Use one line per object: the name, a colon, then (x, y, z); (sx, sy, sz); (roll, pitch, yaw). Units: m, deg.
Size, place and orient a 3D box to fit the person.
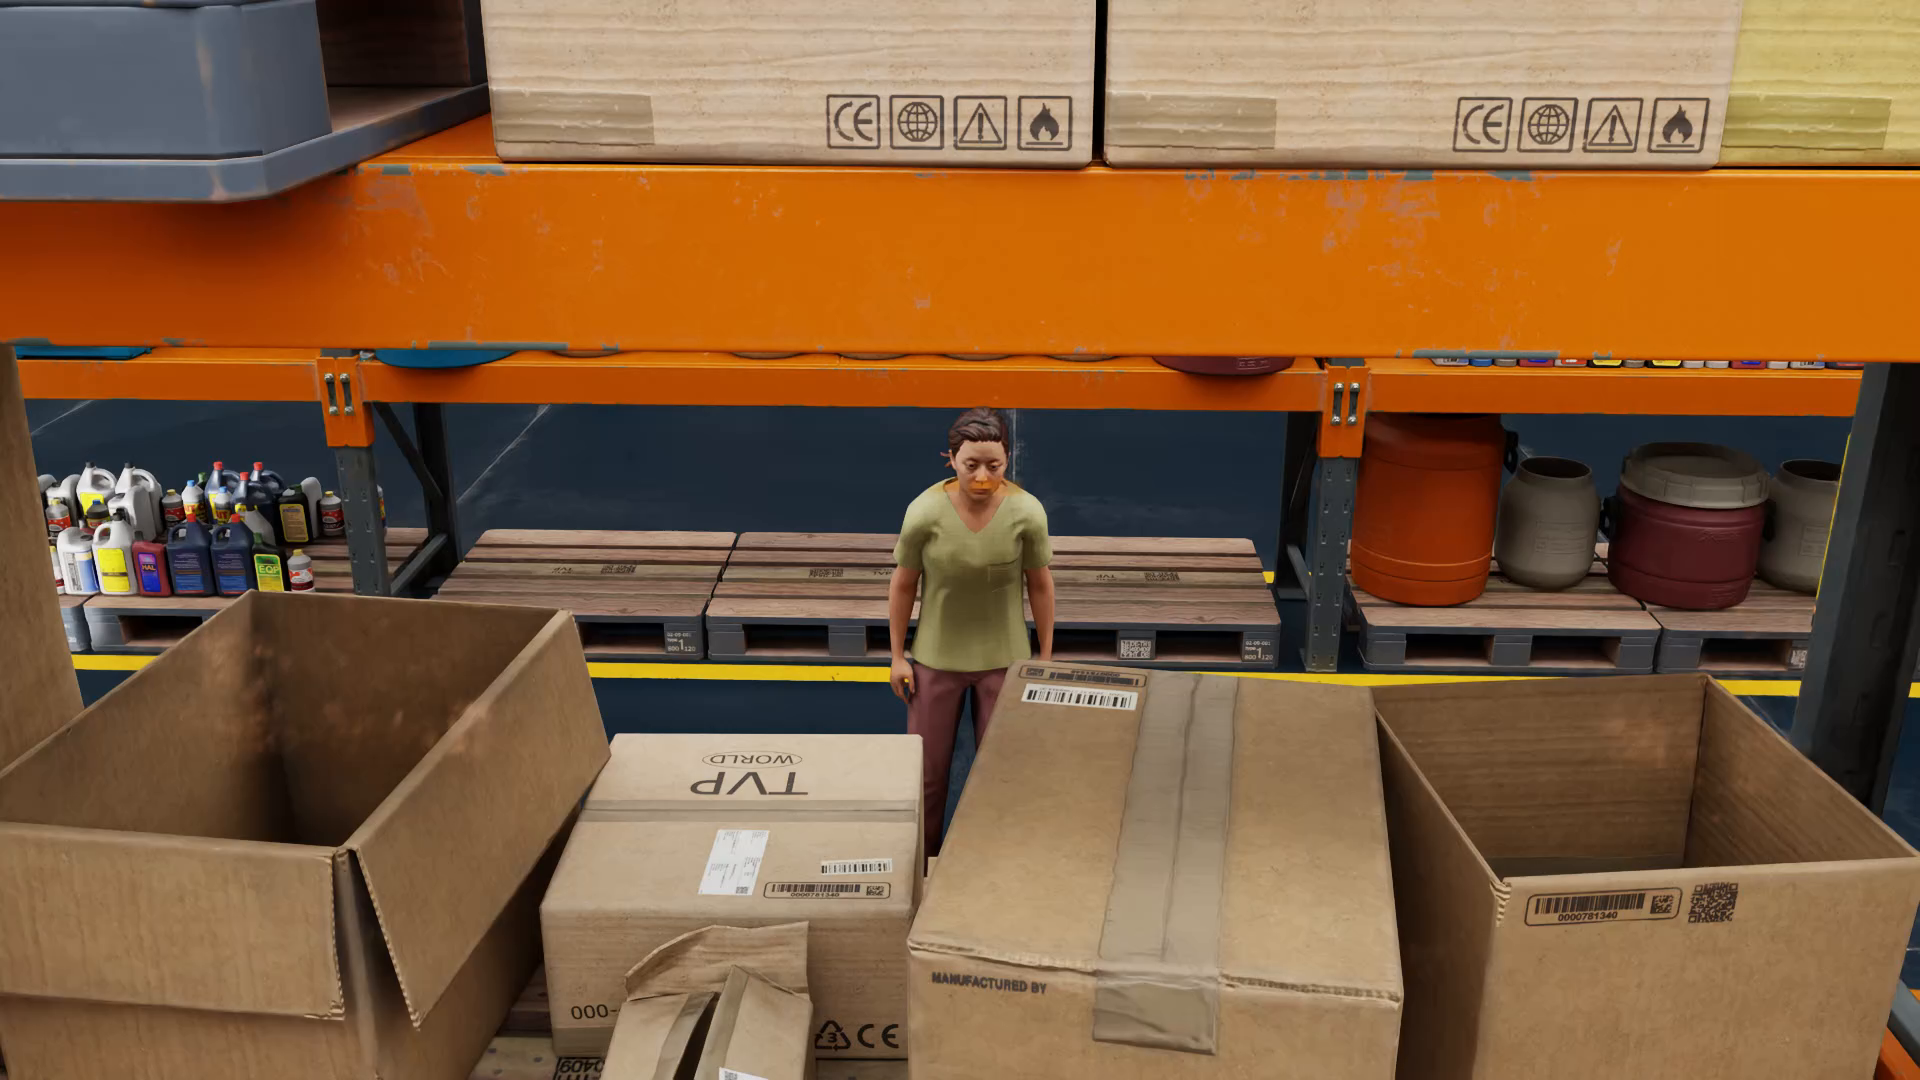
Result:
person: (0.031, 0.400, 5.035); (0.521, 1.672, 0.412); (-1, 21, -1)
